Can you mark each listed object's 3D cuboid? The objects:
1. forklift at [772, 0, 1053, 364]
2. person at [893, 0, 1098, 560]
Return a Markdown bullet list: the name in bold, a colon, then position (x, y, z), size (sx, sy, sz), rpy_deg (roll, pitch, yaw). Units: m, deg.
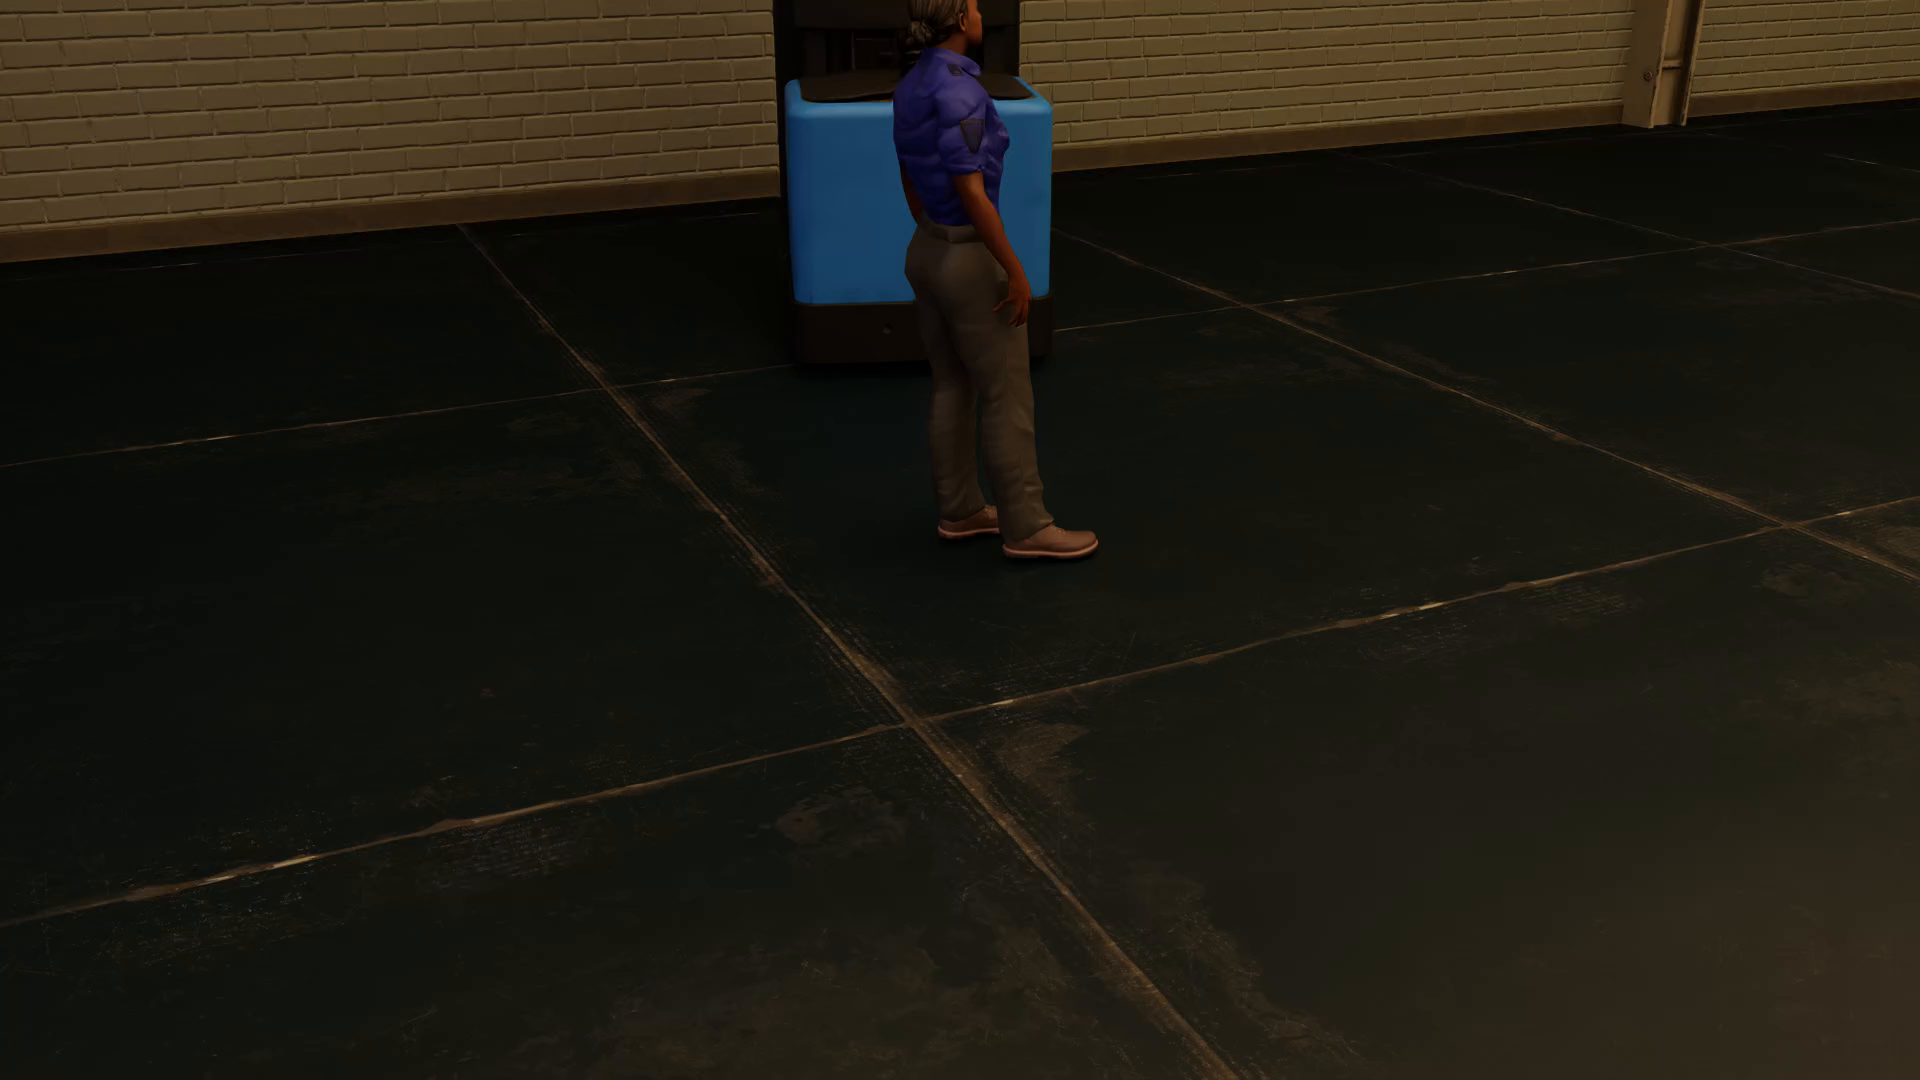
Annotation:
- **forklift**: position (-0.309, -2.580, 7.496), size (1.130, 2.935, 3.031), rpy_deg (-3, 23, -6)
- **person**: position (0.088, -0.778, 4.804), size (0.504, 1.654, 0.570), rpy_deg (-10, 25, -23)
